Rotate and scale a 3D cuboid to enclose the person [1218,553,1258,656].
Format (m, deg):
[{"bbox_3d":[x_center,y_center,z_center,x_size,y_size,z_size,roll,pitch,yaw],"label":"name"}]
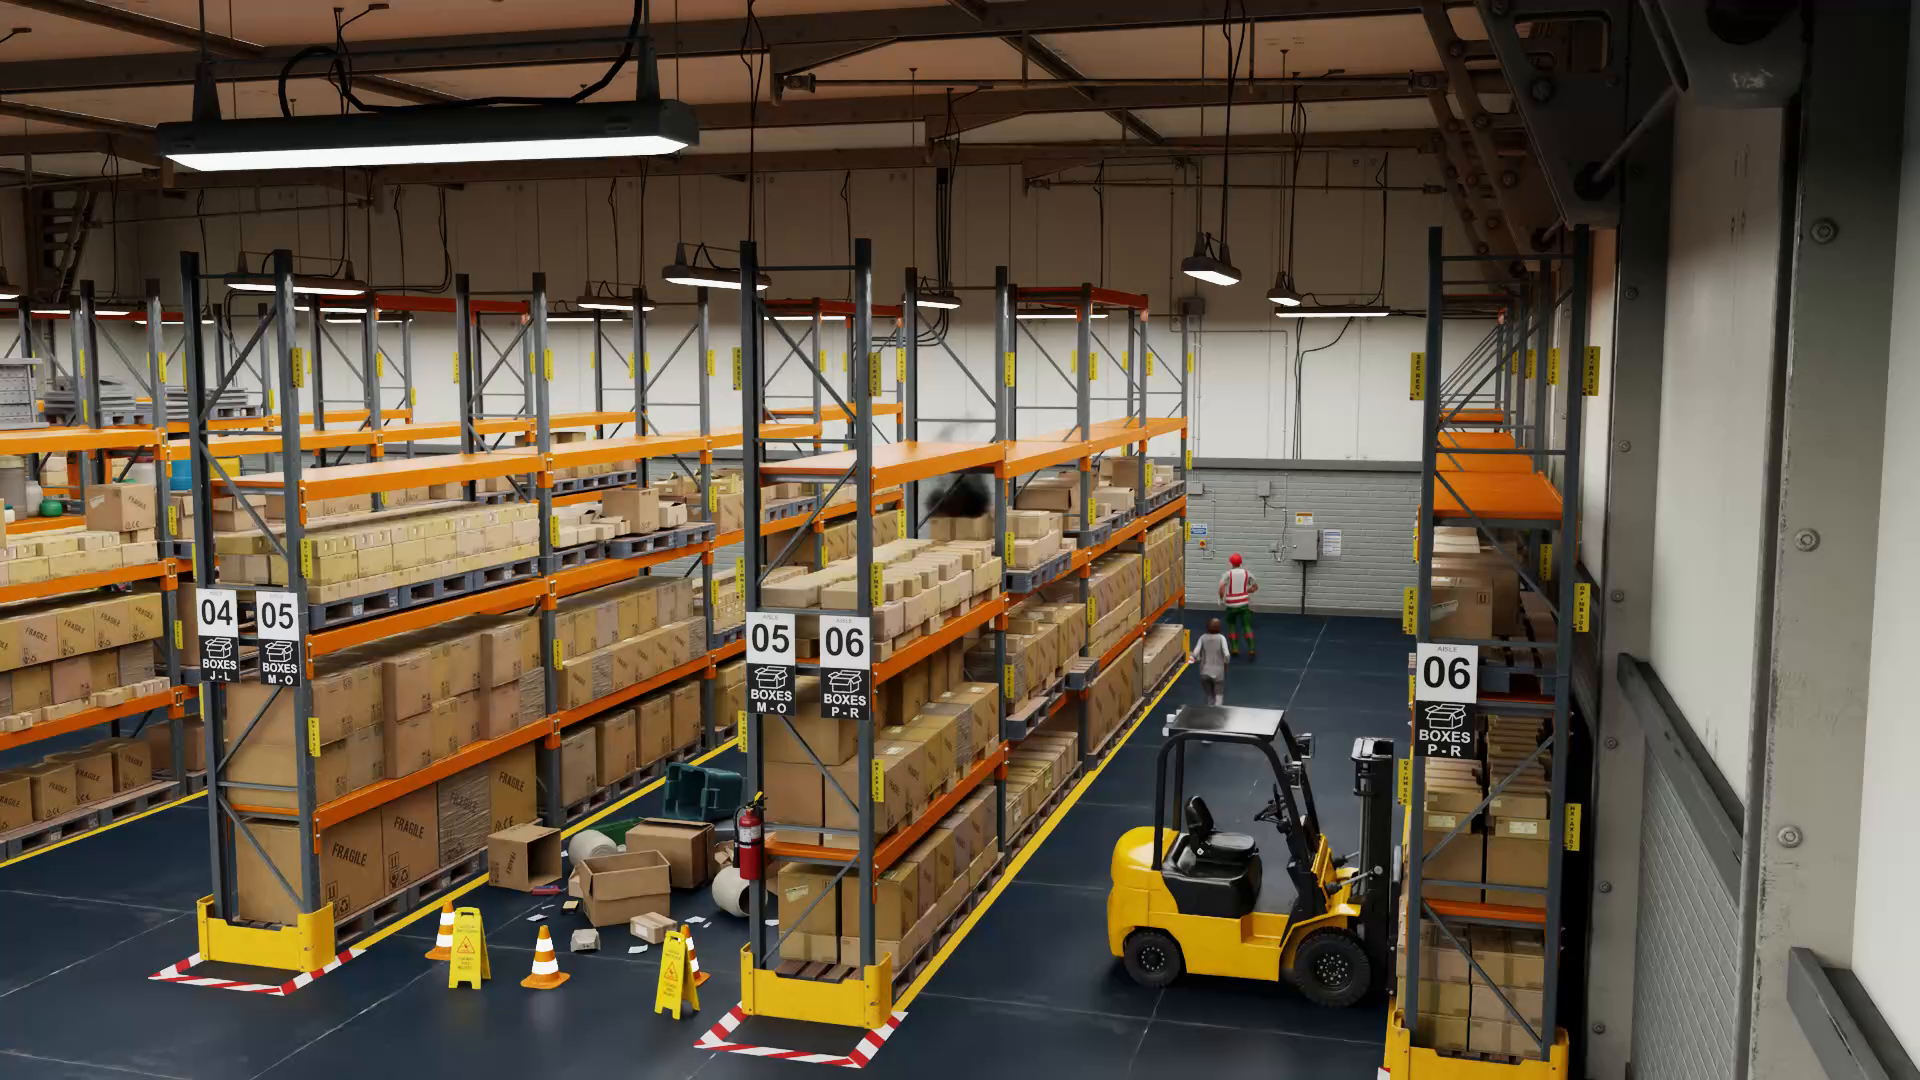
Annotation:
[{"bbox_3d":[4.701,1.143,28.257,0.715,1.845,0.758,-1,6,-5],"label":"person"}]

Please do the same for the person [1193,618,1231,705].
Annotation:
[{"bbox_3d":[3.459,1.852,22.829,0.531,1.572,0.541,2,7,19],"label":"person"}]
